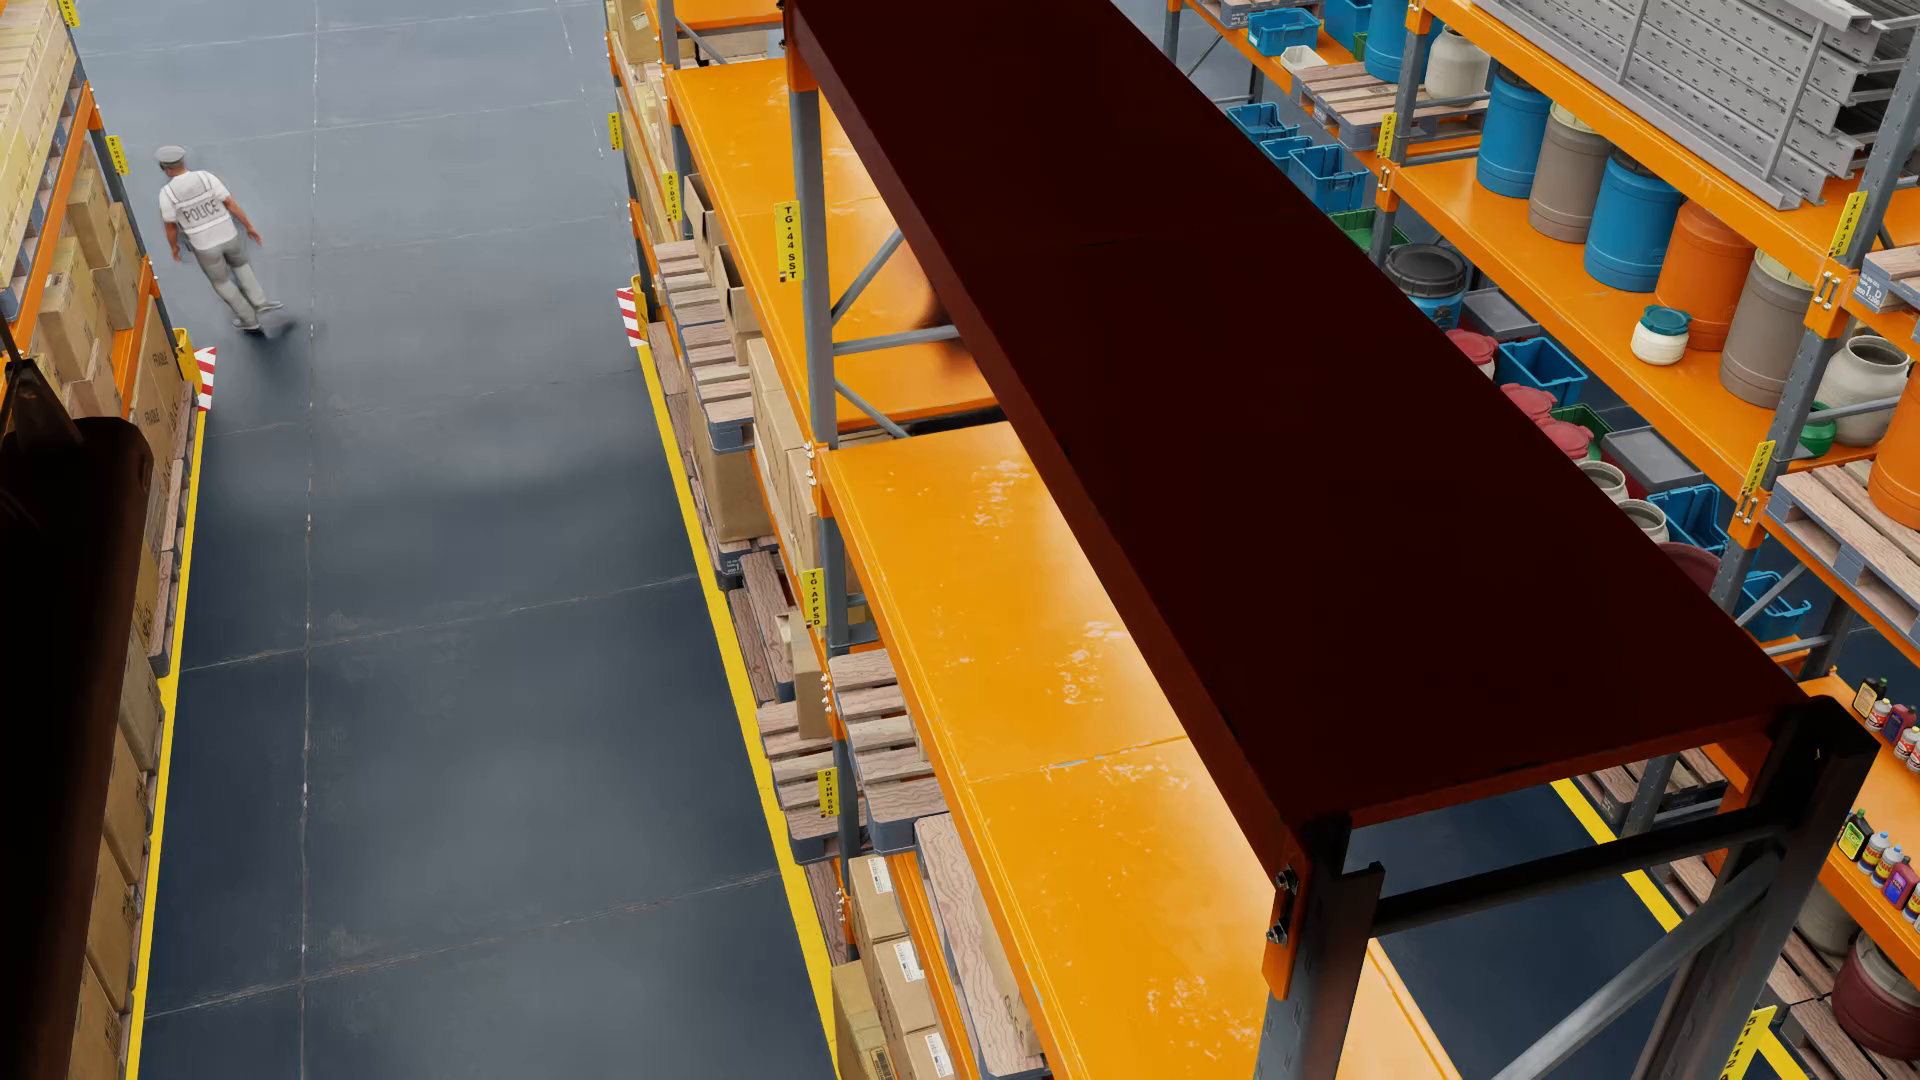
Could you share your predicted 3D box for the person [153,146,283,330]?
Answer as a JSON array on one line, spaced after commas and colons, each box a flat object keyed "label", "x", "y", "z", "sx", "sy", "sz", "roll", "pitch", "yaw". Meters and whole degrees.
[{"label": "person", "x": -6.633, "y": -2.653, "z": 14.836, "sx": 0.613, "sy": 1.715, "sz": 0.711, "roll": 31, "pitch": 48, "yaw": 33}]
